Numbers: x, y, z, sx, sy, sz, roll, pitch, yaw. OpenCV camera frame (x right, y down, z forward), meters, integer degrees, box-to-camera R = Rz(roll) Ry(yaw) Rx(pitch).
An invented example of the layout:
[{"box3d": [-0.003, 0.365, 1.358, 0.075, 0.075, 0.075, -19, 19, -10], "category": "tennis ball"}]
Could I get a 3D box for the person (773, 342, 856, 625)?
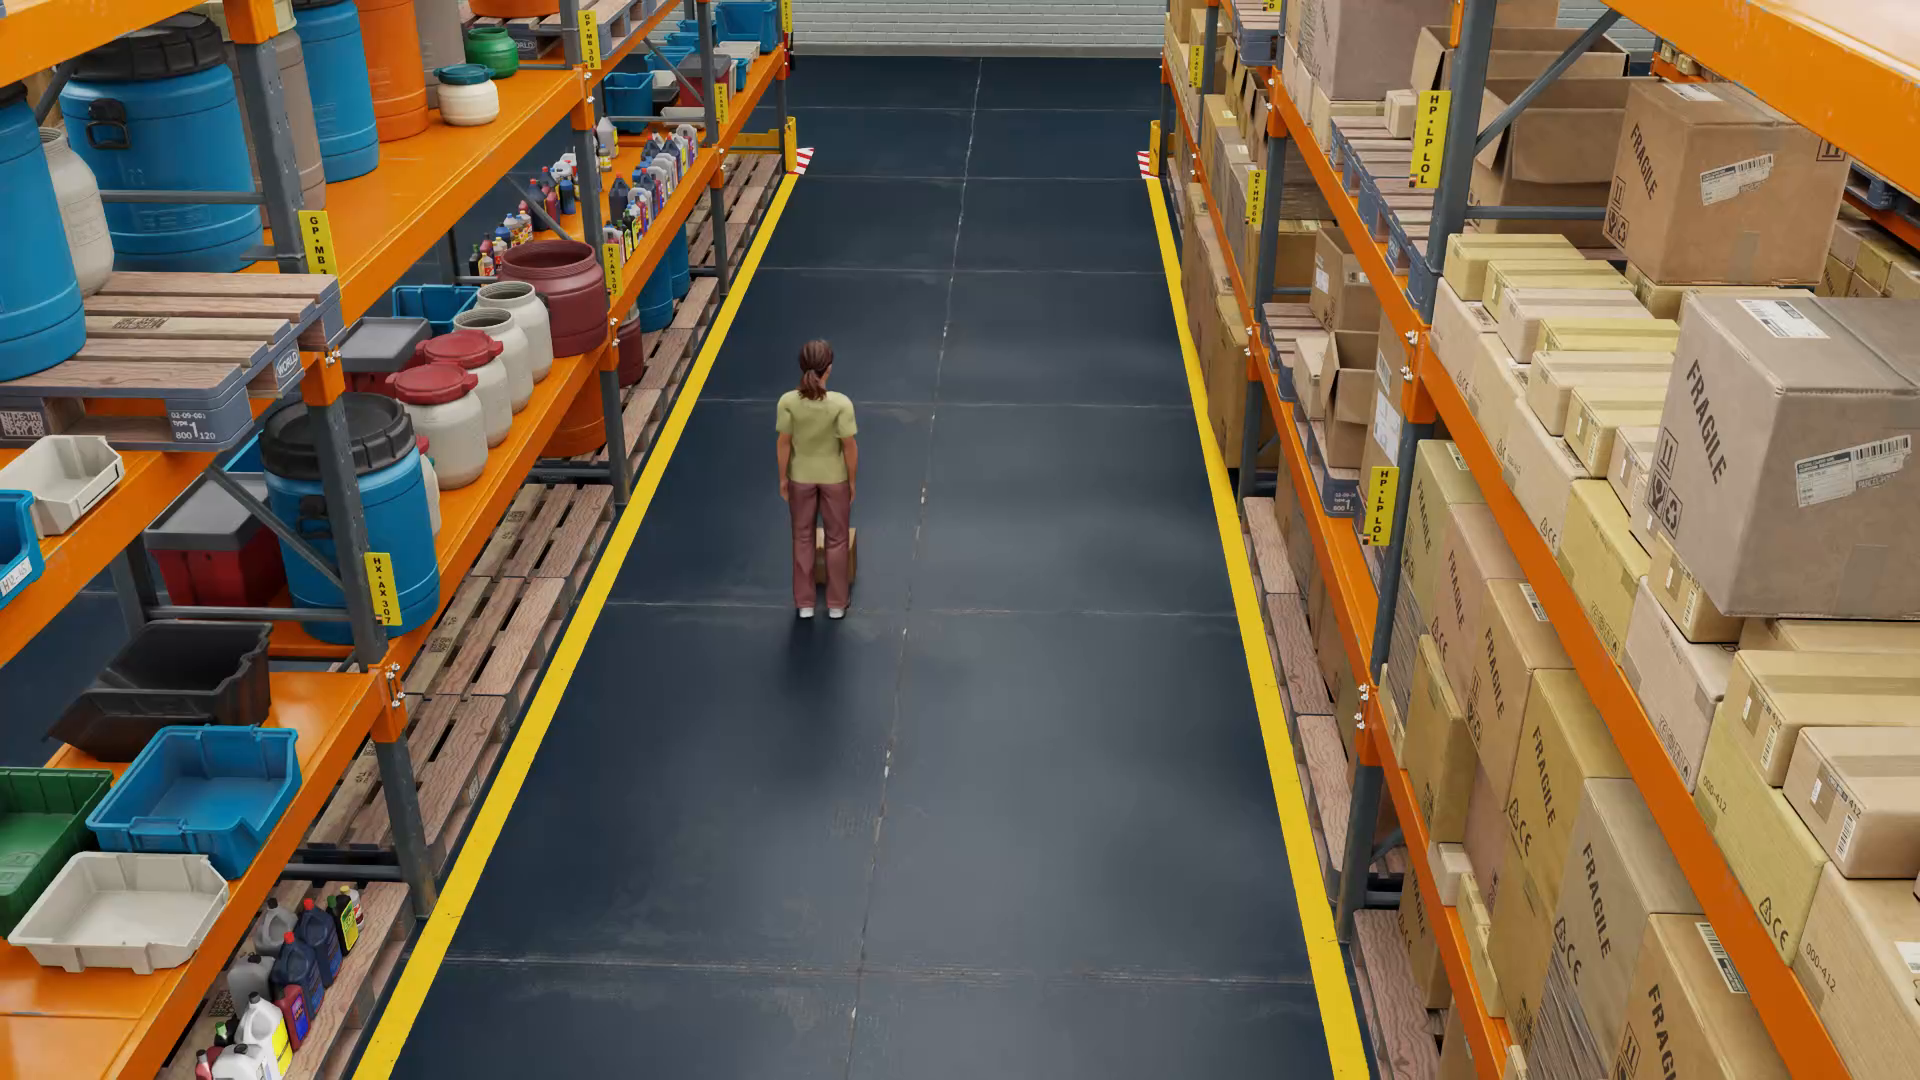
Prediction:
[{"box3d": [-0.789, -0.302, 9.198, 0.440, 1.670, 0.360, 2, 28, 3], "category": "person"}]
